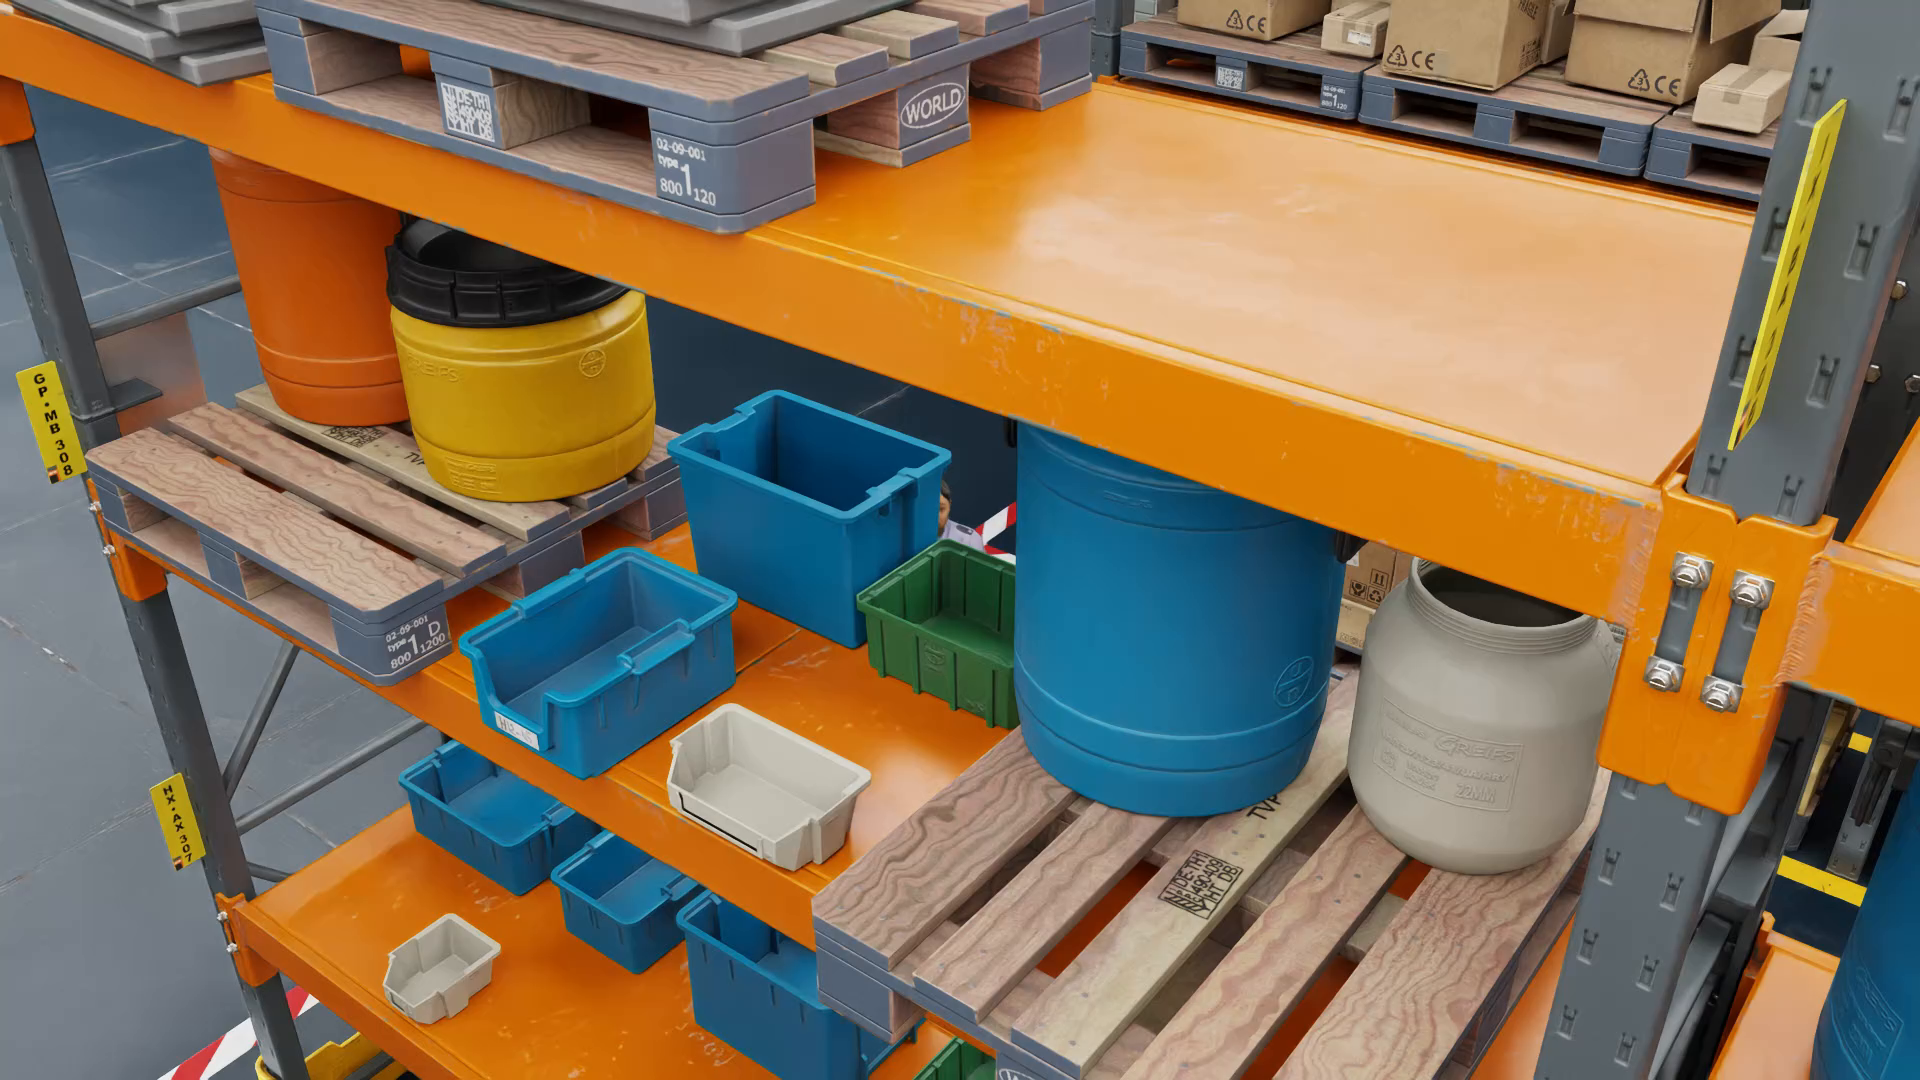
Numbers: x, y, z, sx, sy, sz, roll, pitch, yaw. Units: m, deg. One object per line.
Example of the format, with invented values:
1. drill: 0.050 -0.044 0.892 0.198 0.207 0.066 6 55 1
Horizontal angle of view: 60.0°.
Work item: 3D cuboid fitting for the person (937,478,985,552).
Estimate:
1. person: -0.119 0.425 7.410 0.498 1.596 0.772 4 31 7
